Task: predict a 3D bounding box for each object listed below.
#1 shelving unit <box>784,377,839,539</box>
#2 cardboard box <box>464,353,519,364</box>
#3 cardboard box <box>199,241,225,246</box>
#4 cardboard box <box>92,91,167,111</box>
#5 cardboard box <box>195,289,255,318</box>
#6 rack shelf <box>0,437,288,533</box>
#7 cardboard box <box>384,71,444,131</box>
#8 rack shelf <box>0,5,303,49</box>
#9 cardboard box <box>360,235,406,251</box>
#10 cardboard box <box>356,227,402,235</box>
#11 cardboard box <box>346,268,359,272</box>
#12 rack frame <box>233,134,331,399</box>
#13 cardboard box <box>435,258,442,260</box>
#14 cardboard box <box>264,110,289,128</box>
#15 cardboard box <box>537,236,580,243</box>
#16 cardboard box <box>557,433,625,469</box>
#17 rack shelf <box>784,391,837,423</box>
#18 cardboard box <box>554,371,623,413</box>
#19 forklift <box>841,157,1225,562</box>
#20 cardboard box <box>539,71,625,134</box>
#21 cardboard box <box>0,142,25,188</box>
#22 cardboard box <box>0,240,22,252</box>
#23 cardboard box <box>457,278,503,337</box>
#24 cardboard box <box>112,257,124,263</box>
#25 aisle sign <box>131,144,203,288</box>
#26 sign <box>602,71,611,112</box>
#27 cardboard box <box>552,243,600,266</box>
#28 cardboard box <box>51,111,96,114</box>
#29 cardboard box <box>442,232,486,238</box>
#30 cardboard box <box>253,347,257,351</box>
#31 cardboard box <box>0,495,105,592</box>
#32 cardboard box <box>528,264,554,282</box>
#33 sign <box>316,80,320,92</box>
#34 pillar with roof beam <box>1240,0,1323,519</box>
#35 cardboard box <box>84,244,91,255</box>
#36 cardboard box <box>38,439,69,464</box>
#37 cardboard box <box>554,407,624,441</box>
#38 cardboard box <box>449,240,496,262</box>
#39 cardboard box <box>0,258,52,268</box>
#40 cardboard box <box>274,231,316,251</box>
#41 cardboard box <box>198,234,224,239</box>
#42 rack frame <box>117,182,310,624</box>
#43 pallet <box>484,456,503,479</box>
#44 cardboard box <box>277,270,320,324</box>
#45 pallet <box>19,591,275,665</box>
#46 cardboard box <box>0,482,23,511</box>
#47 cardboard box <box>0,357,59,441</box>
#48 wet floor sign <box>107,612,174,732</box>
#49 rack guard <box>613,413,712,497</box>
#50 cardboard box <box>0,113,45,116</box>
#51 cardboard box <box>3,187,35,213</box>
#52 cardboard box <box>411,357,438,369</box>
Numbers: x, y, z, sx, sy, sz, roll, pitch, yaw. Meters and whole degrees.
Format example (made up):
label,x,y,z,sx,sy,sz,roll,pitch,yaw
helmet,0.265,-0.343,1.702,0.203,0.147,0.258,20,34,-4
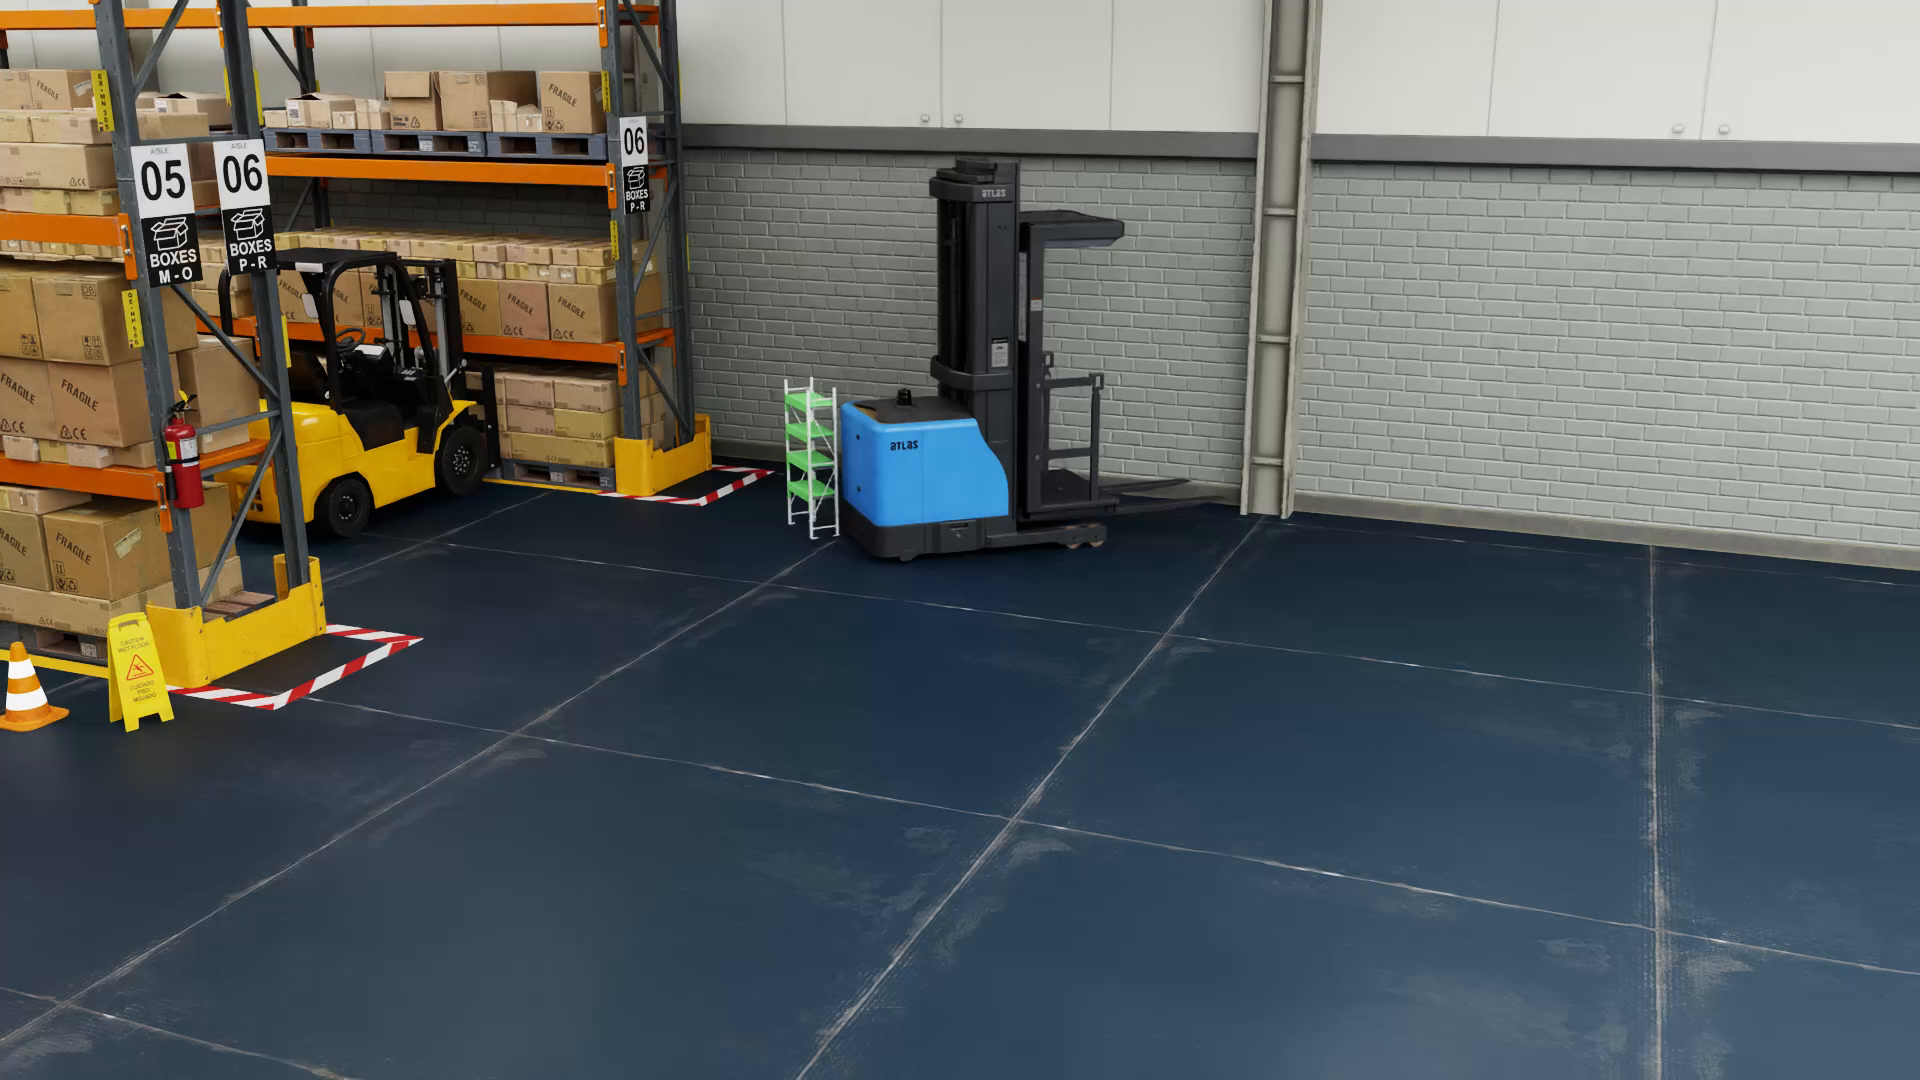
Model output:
label,x,y,z,sx,sy,sz,roll,pitch,yaw
shelving unit,-1.186,-0.658,13.289,0.258,1.200,0.503,-8,18,-25
cardboard box,-4.463,-1.603,15.699,0.500,0.250,0.500,6,17,20
cardboard box,-7.259,-2.791,16.065,0.250,0.149,0.380,6,17,21
cardboard box,-7.882,-4.131,15.868,0.500,0.311,0.500,6,17,19
cardboard box,-6.970,-2.305,16.004,0.500,0.250,0.500,7,17,22
rack shelf,-6.362,-0.556,10.999,4.000,0.370,1.077,6,17,21
cardboard box,-4.631,-3.907,14.753,0.637,0.503,0.797,7,18,22
rack shelf,-8.265,-4.942,16.063,4.000,0.370,1.077,6,17,21
cardboard box,-5.247,-2.687,15.173,0.250,0.149,0.380,6,17,20
cardboard box,-5.528,-2.882,15.844,0.250,0.149,0.380,6,17,20
cardboard box,-5.508,-2.562,15.277,0.250,0.149,0.380,7,17,22
rack frame,-6.405,-2.394,16.039,0.127,3.000,1.000,6,17,21
cardboard box,-4.511,-2.481,14.996,0.250,0.149,0.380,6,17,20
cardboard box,-6.099,-3.839,15.154,0.250,0.149,0.380,7,17,22
cardboard box,-3.624,-2.665,15.096,0.250,0.149,0.380,6,17,21
cardboard box,-3.237,-0.832,14.838,0.500,0.250,0.500,6,17,21
rack shelf,-1.186,-1.058,13.172,0.258,0.148,0.480,-8,18,-25
cardboard box,-3.227,-1.312,14.698,0.500,0.250,0.500,7,18,22
forklift,0.624,-1.478,13.007,3.031,2.935,1.130,-6,17,-19
cardboard box,-3.185,-3.705,14.063,0.500,0.500,0.500,7,18,22
cardboard box,-5.539,-2.246,9.885,0.500,0.250,0.500,6,17,20
cardboard box,-9.440,-3.007,16.808,0.250,0.149,0.380,7,18,22
cardboard box,-4.194,-2.123,14.926,0.500,0.500,0.500,6,17,20
cardboard box,-7.910,-2.650,16.295,0.500,0.250,0.500,7,17,22
aisle sign,-4.550,-1.864,9.550,0.004,0.787,0.394,6,17,21
sign,-2.896,-3.673,13.619,0.005,0.325,0.100,6,17,21
cardboard box,-3.335,-2.486,14.481,0.250,0.149,0.380,6,17,21
cardboard box,-5.414,-2.597,10.380,0.250,0.149,0.380,6,17,20
cardboard box,-4.593,-2.768,15.453,0.250,0.149,0.380,7,18,22
cardboard box,-7.613,-1.587,16.766,0.625,0.625,0.875,6,17,20
cardboard box,-5.829,-0.005,10.644,0.500,0.500,0.500,7,18,23
cardboard box,-3.577,-2.368,14.607,0.250,0.149,0.380,7,17,22
sign,-6.203,-4.265,16.034,0.005,0.325,0.100,6,17,21
pillar with roof beam,1.001,-3.440,8.883,0.400,9.000,9.100,6,17,21
cardboard box,-8.455,-2.923,16.518,0.250,0.149,0.380,6,17,21
cardboard box,-5.435,-0.588,10.269,0.250,0.149,0.380,6,17,20
cardboard box,-3.251,-1.075,14.777,0.500,0.250,0.500,6,17,20
cardboard box,-4.318,-2.573,14.782,0.250,0.149,0.380,7,17,22
cardboard box,-6.037,-1.443,10.257,0.500,0.500,0.700,6,17,20
cardboard box,-6.217,-2.787,15.516,0.250,0.149,0.380,7,17,22
cardboard box,-7.583,-2.964,16.662,0.250,0.149,0.380,6,17,21
rack frame,-4.502,-0.697,10.194,0.127,3.000,1.000,6,17,21
pallet,-4.542,-0.838,15.682,1.213,0.211,1.003,6,17,21
cardboard box,-6.088,-2.329,15.635,0.500,0.500,0.500,6,17,19
pallet,-5.315,0.542,10.927,1.213,0.211,1.003,6,17,21
cardboard box,-5.941,-0.311,10.534,0.250,0.149,0.380,7,17,22
cardboard box,-5.572,-0.924,10.264,0.500,0.500,0.500,6,17,21
wet floor sign,-4.717,0.731,9.499,0.232,0.644,0.267,14,21,40
rack guard,-2.661,-0.782,14.970,0.348,0.500,1.175,6,17,21
cardboard box,-5.612,-2.455,9.889,0.250,0.149,0.380,6,17,21
cardboard box,-5.414,-2.034,9.869,0.250,0.149,0.380,7,18,22
cardboard box,-5.131,-1.521,15.419,0.500,0.250,0.500,7,18,23
